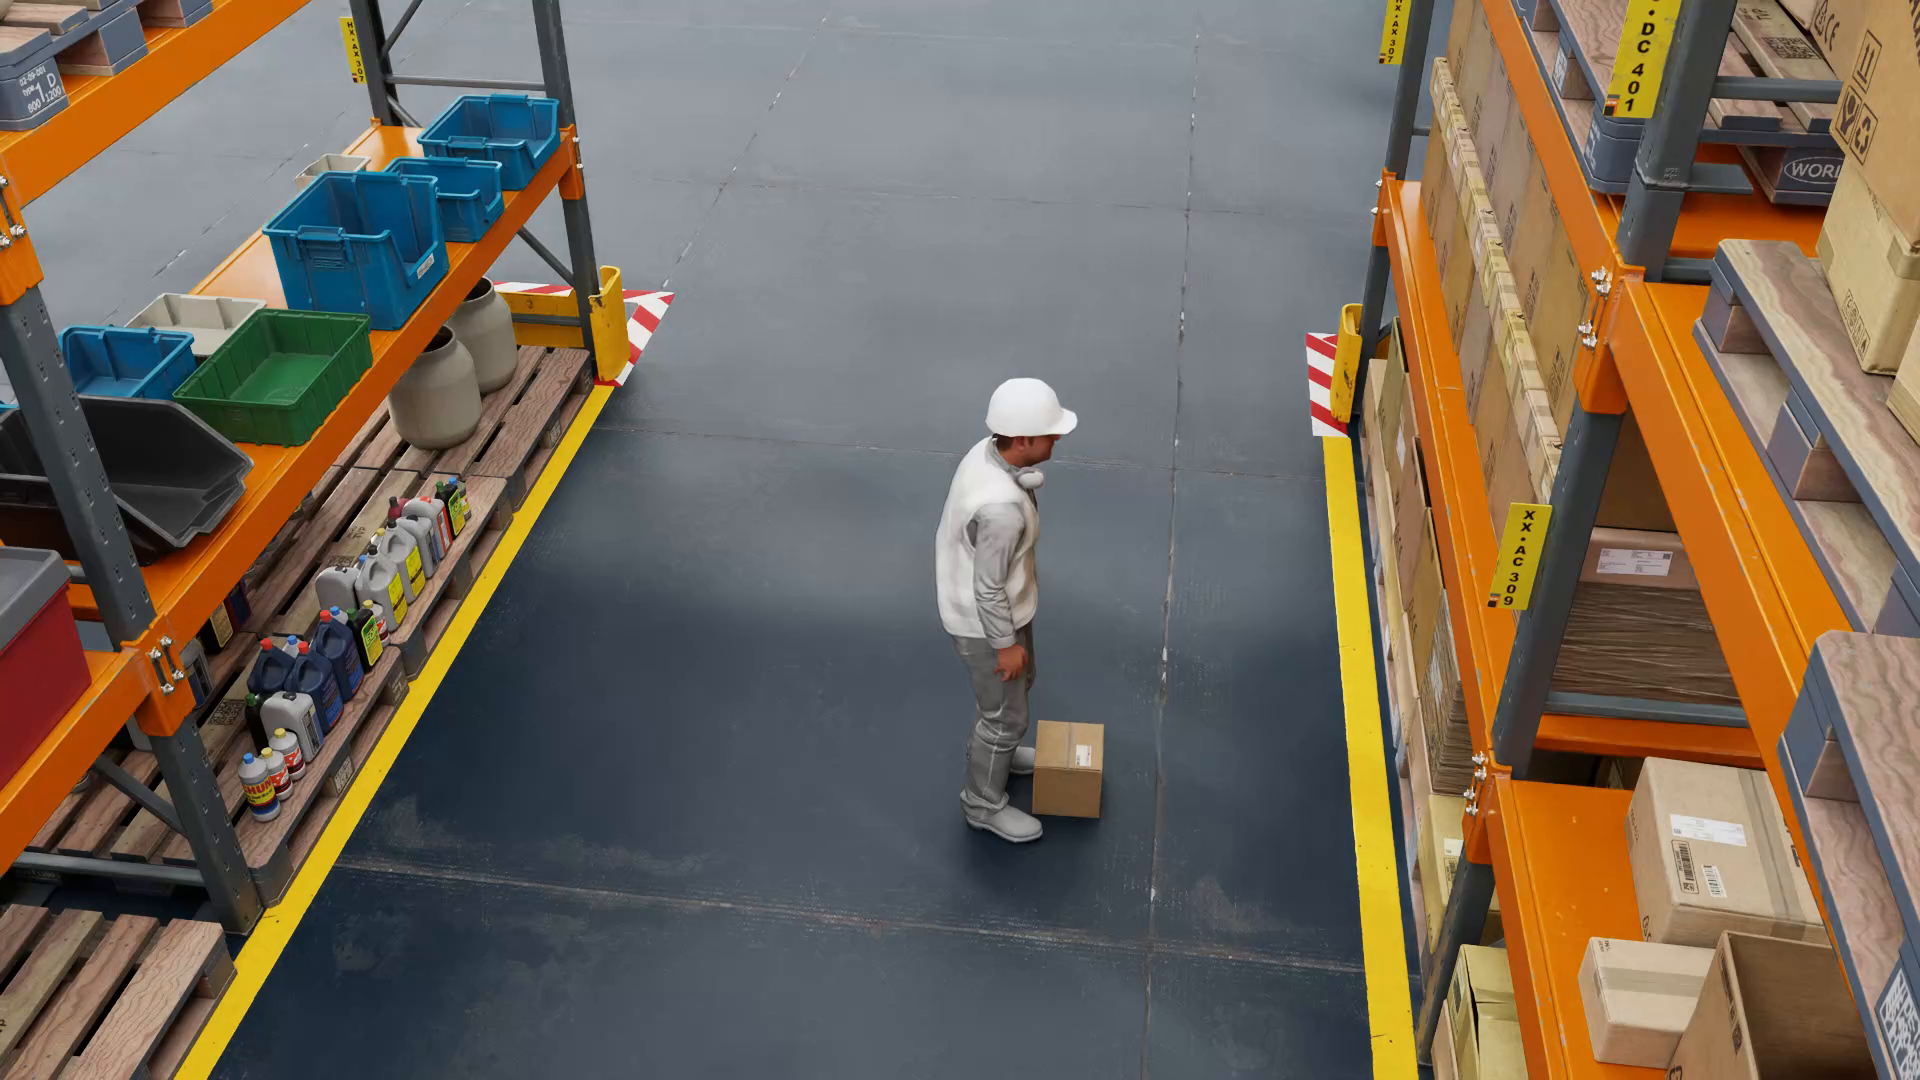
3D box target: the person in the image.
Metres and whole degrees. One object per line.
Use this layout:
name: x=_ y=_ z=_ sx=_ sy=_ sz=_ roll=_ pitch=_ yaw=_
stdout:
person: x=0.148 y=0.223 z=5.816 sx=0.462 sy=1.771 sz=0.593 roll=2 pitch=36 yaw=3
